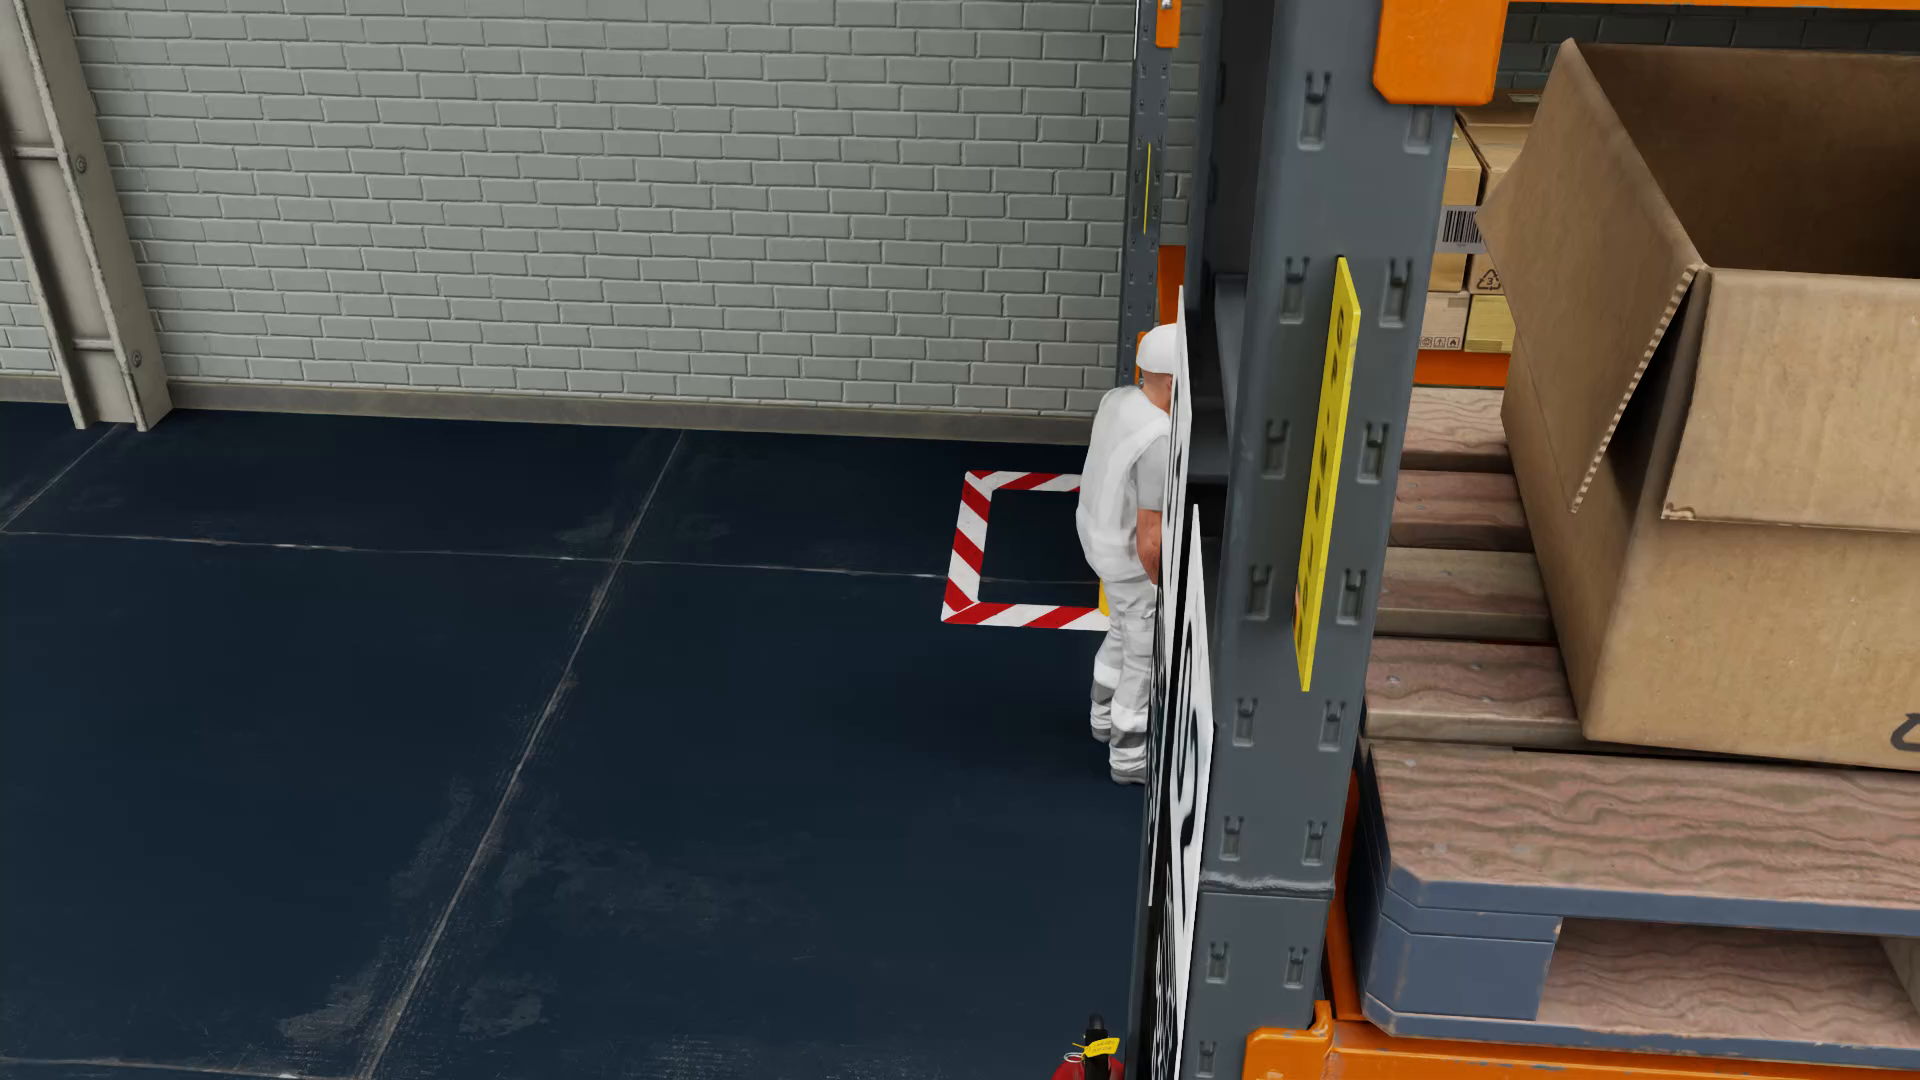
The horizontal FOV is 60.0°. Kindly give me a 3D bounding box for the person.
[{"bbox_3d":[0.660,0.056,6.033,0.453,1.777,0.608,-6,32,-10],"label":"person"}]
